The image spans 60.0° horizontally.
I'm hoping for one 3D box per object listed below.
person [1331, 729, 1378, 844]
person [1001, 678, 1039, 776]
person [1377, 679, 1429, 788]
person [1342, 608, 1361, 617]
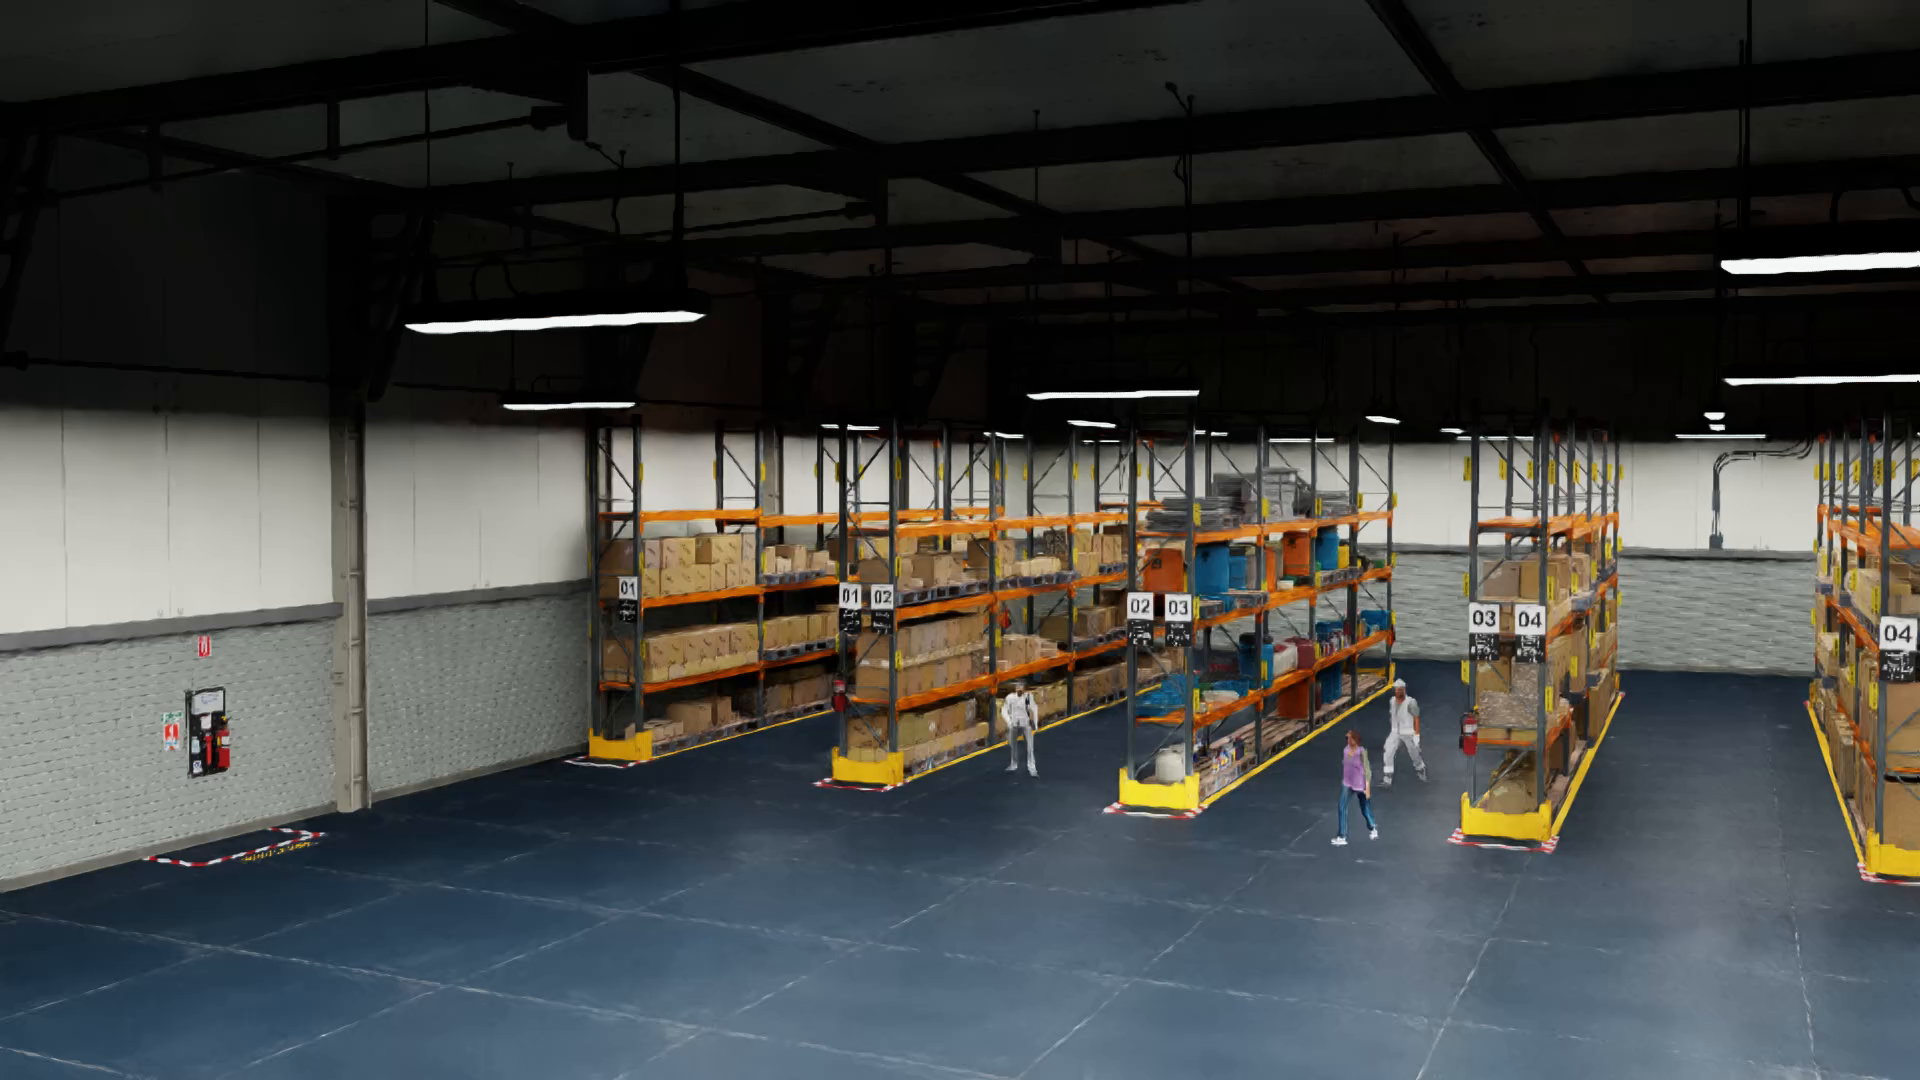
[{"bbox_3d":[5.352,3.295,22.351,0.438,1.542,0.848,2,3,42],"label":"person"},{"bbox_3d":[1.006,3.059,27.472,0.634,1.612,0.794,0,2,7],"label":"person"},{"bbox_3d":[7.036,3.059,26.339,0.596,1.734,0.987,2,3,45],"label":"person"},{"bbox_3d":[10.216,2.353,43.312,0.553,1.709,1.123,1,3,27],"label":"person"}]
